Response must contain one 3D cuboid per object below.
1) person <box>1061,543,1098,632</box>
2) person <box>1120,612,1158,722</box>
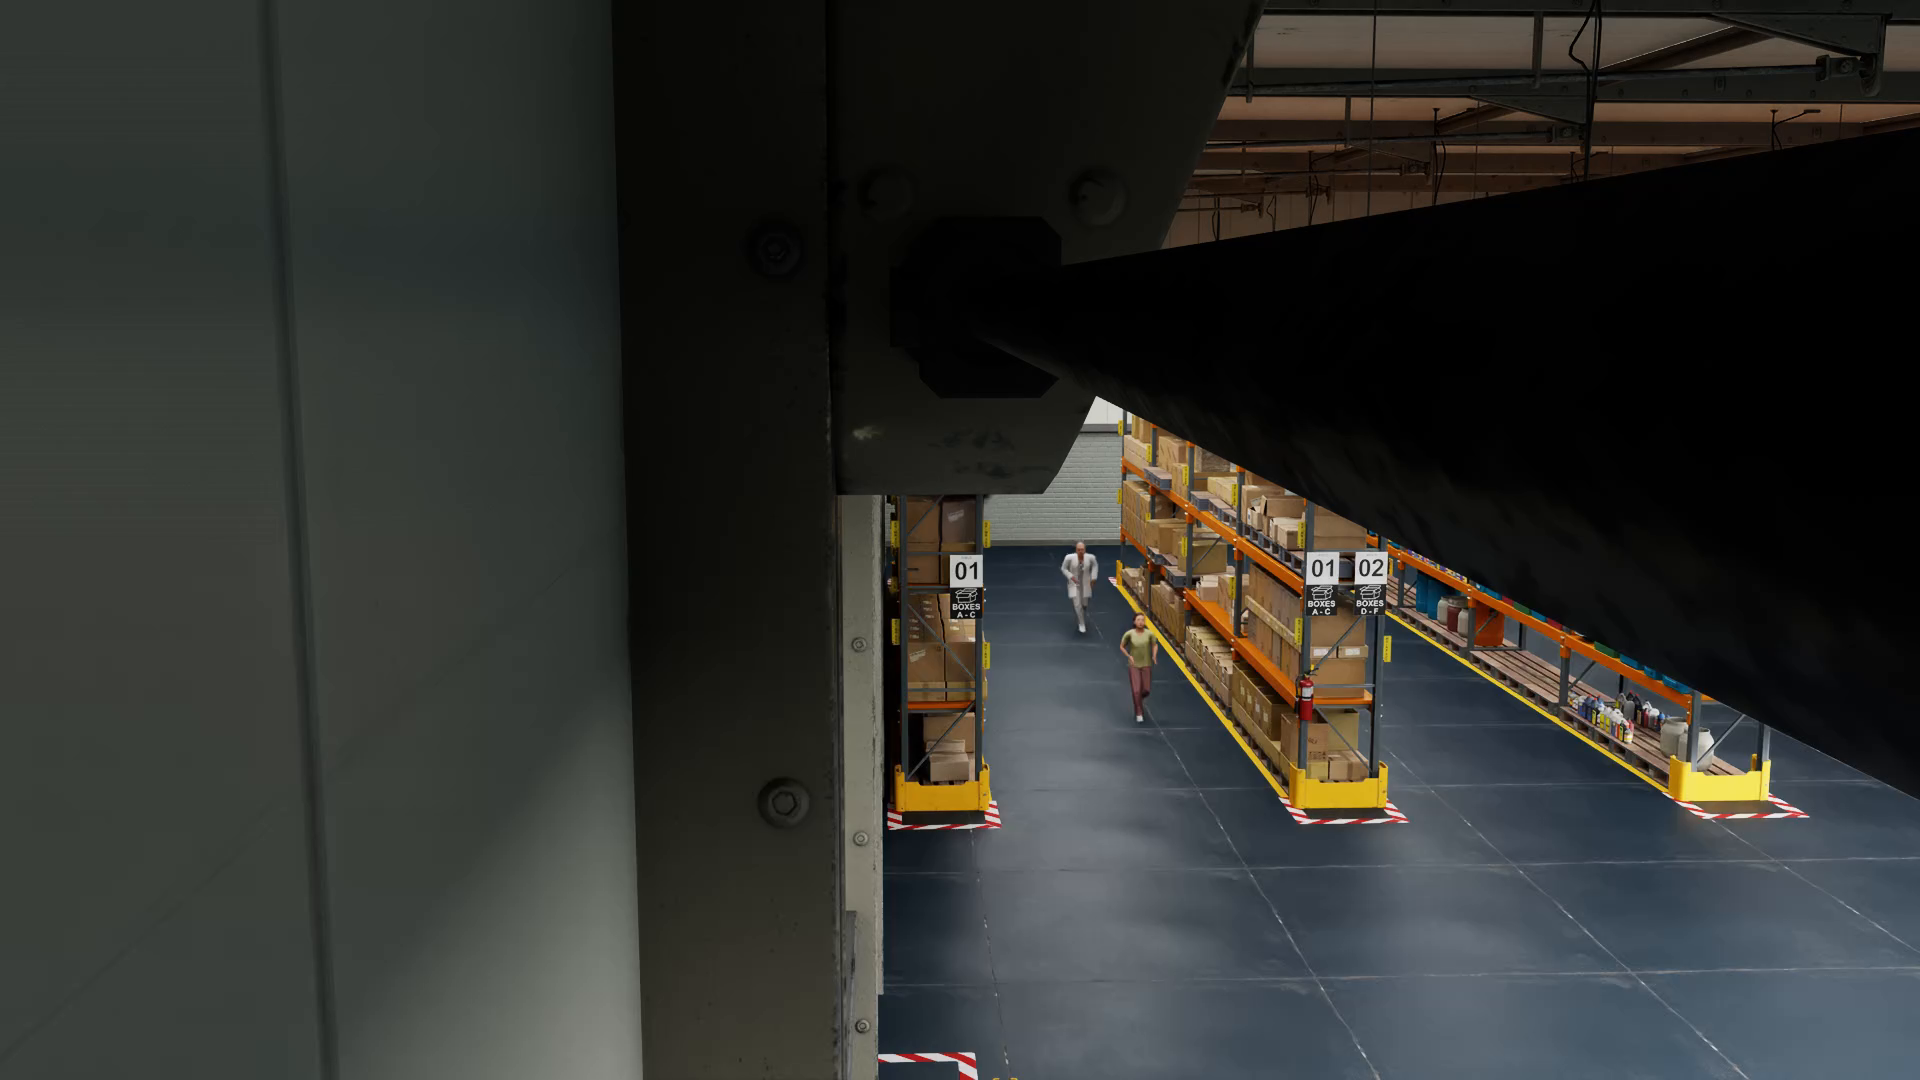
[{"bbox_3d":[2.263,0.873,31.486,0.703,1.713,0.797,0,8,3],"label":"person"},{"bbox_3d":[2.677,1.880,24.876,0.582,1.630,0.566,0,8,-2],"label":"person"}]
